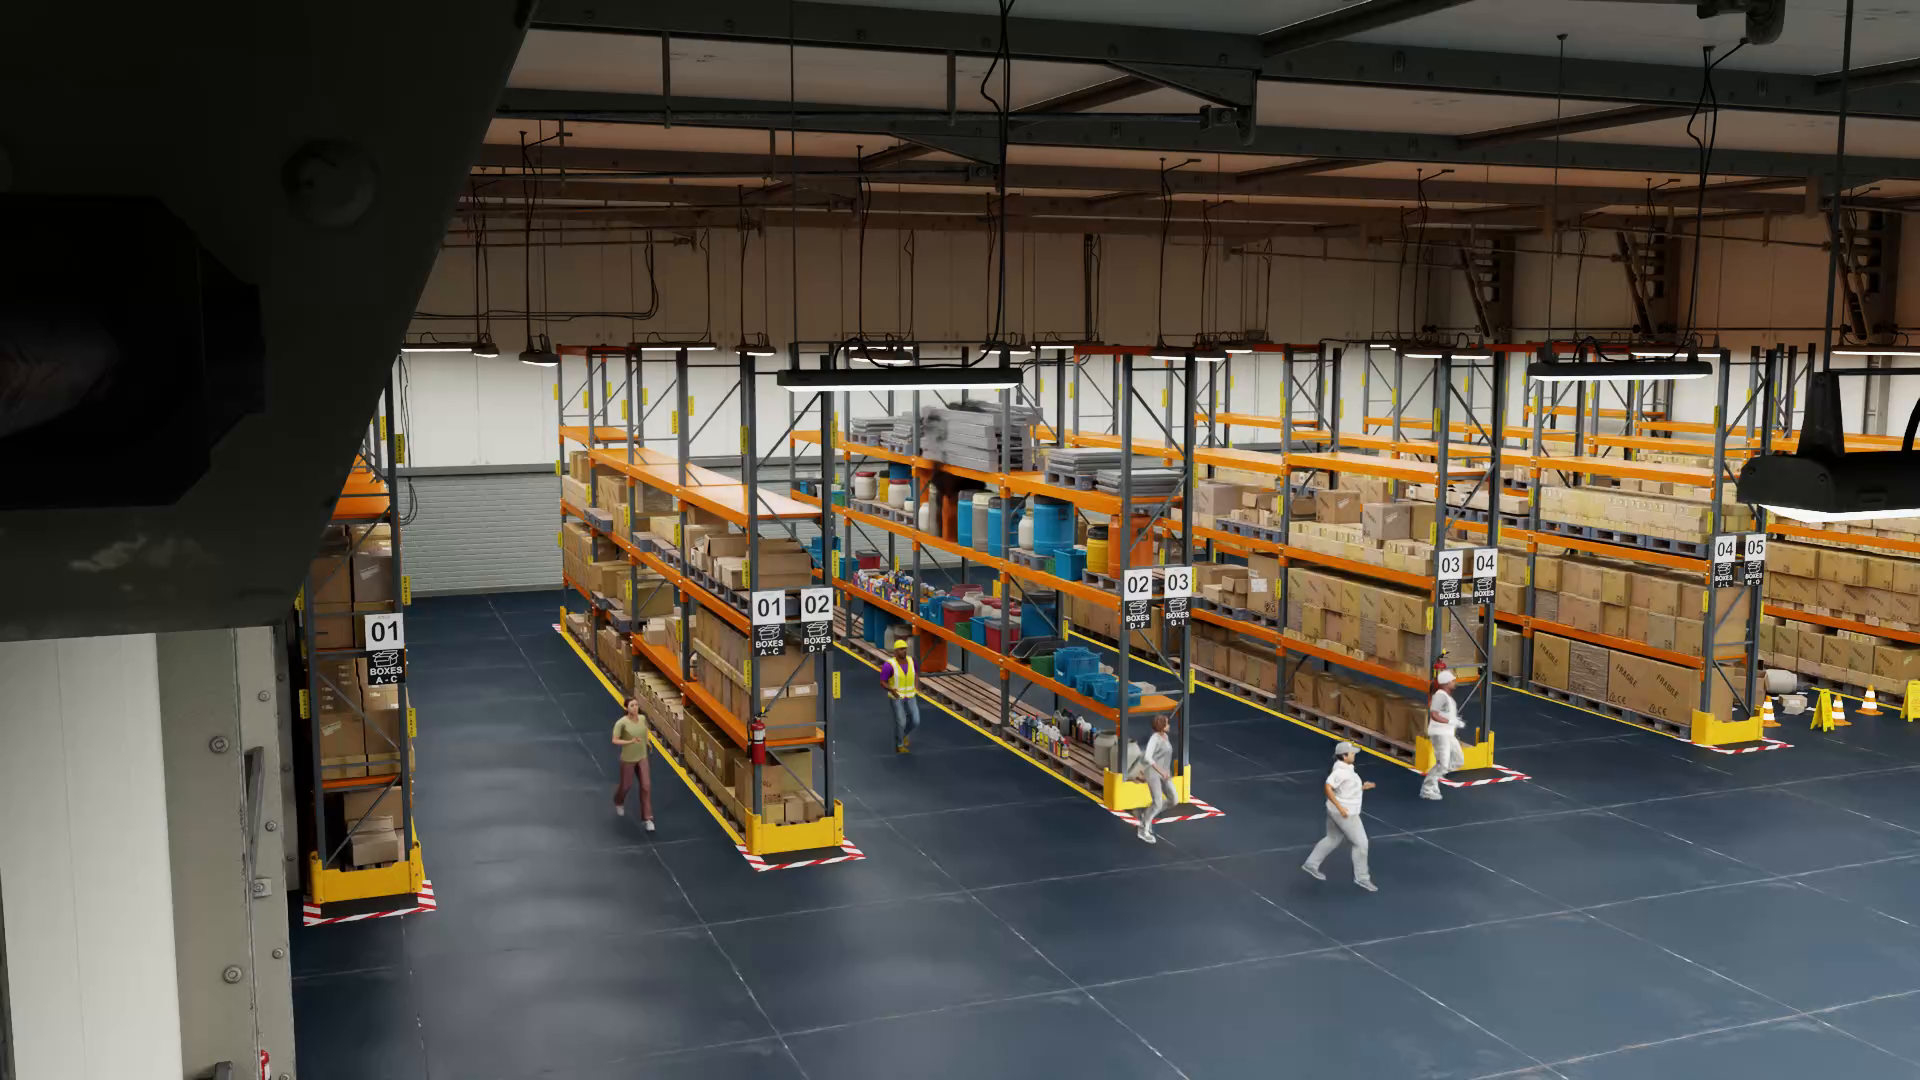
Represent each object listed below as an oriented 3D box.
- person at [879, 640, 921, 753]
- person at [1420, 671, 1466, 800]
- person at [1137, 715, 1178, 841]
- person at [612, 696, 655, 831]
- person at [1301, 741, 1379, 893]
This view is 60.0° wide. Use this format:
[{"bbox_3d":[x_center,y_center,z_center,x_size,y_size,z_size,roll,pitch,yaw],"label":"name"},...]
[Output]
[{"bbox_3d":[-0.845,2.335,24.740,0.674,1.721,0.569,-4,8,-27],"label":"person"},{"bbox_3d":[6.587,2.623,22.515,0.574,1.705,0.683,5,9,32],"label":"person"},{"bbox_3d":[2.499,2.950,20.724,0.470,1.546,0.598,4,9,32],"label":"person"},{"bbox_3d":[-4.159,2.798,21.180,0.575,1.652,0.970,-5,9,-33],"label":"person"},{"bbox_3d":[4.322,3.118,18.823,0.844,1.709,0.590,0,7,3],"label":"person"}]
